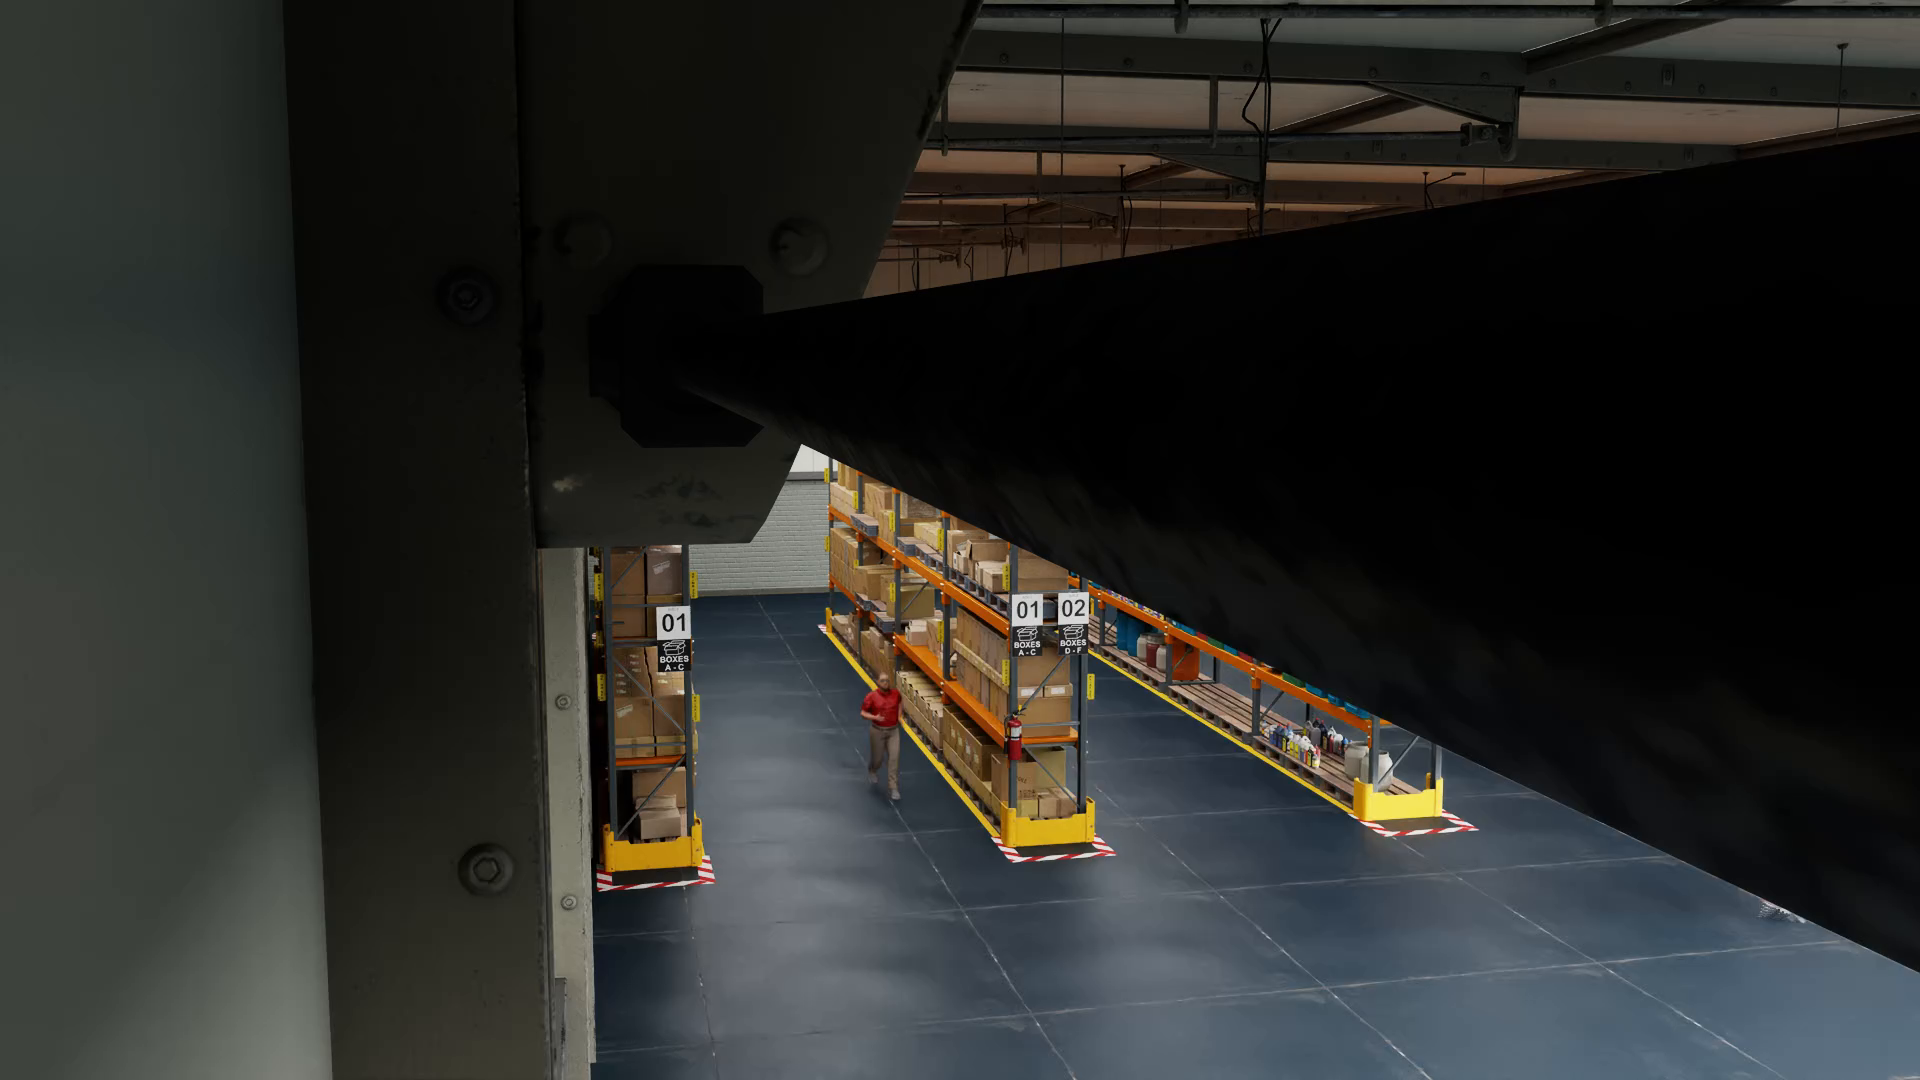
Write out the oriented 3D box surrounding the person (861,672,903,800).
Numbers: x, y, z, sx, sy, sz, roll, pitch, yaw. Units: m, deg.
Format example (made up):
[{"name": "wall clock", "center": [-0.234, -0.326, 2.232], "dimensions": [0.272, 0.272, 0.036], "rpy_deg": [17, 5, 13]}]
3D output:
[{"name": "person", "center": [-1.052, 2.693, 23.207], "dimensions": [0.665, 1.699, 1.010], "rpy_deg": [-2, 7, -18]}]
